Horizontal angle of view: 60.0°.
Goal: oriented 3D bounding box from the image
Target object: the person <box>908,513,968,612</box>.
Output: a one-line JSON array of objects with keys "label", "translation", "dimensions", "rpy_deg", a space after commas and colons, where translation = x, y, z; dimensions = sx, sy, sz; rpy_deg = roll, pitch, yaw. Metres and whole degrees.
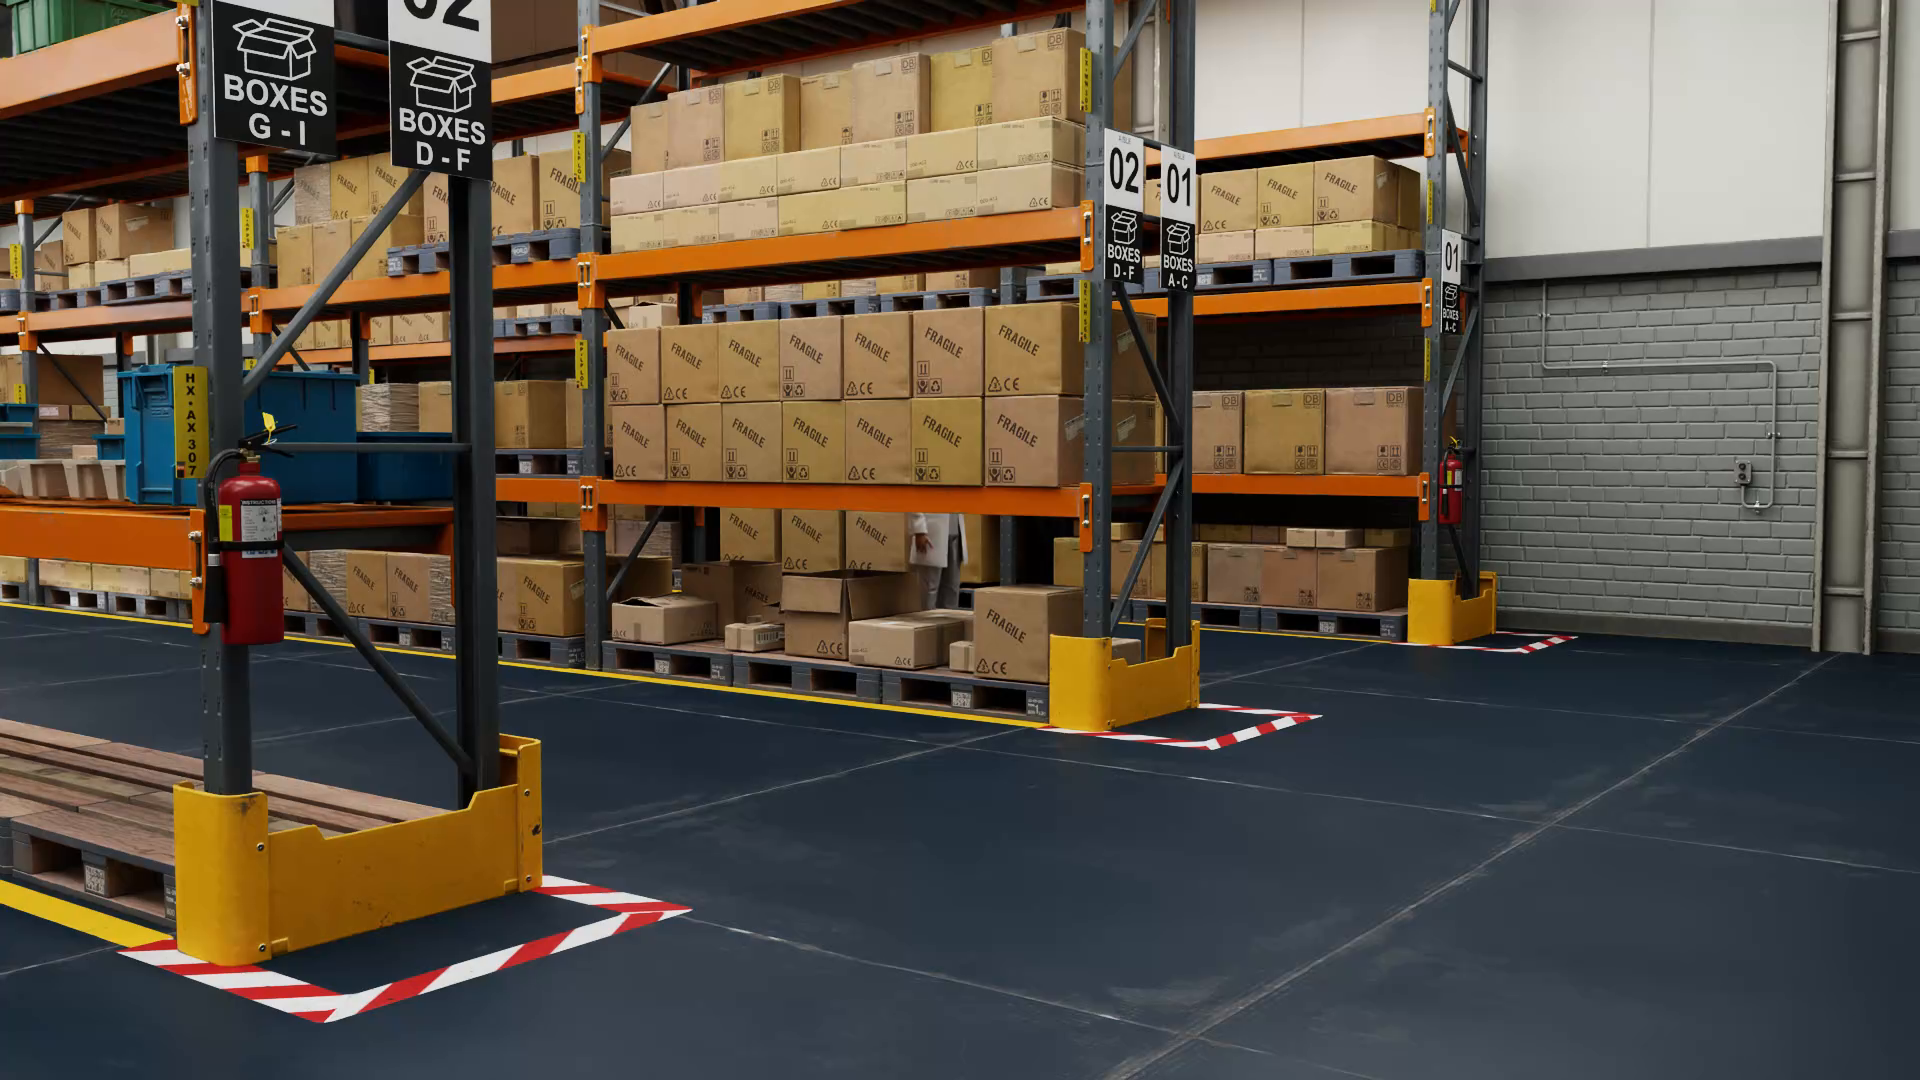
[{"label": "person", "translation": [-0.143, -0.017, 12.062], "dimensions": [0.404, 1.825, 0.588], "rpy_deg": [3, 4, 40]}]
